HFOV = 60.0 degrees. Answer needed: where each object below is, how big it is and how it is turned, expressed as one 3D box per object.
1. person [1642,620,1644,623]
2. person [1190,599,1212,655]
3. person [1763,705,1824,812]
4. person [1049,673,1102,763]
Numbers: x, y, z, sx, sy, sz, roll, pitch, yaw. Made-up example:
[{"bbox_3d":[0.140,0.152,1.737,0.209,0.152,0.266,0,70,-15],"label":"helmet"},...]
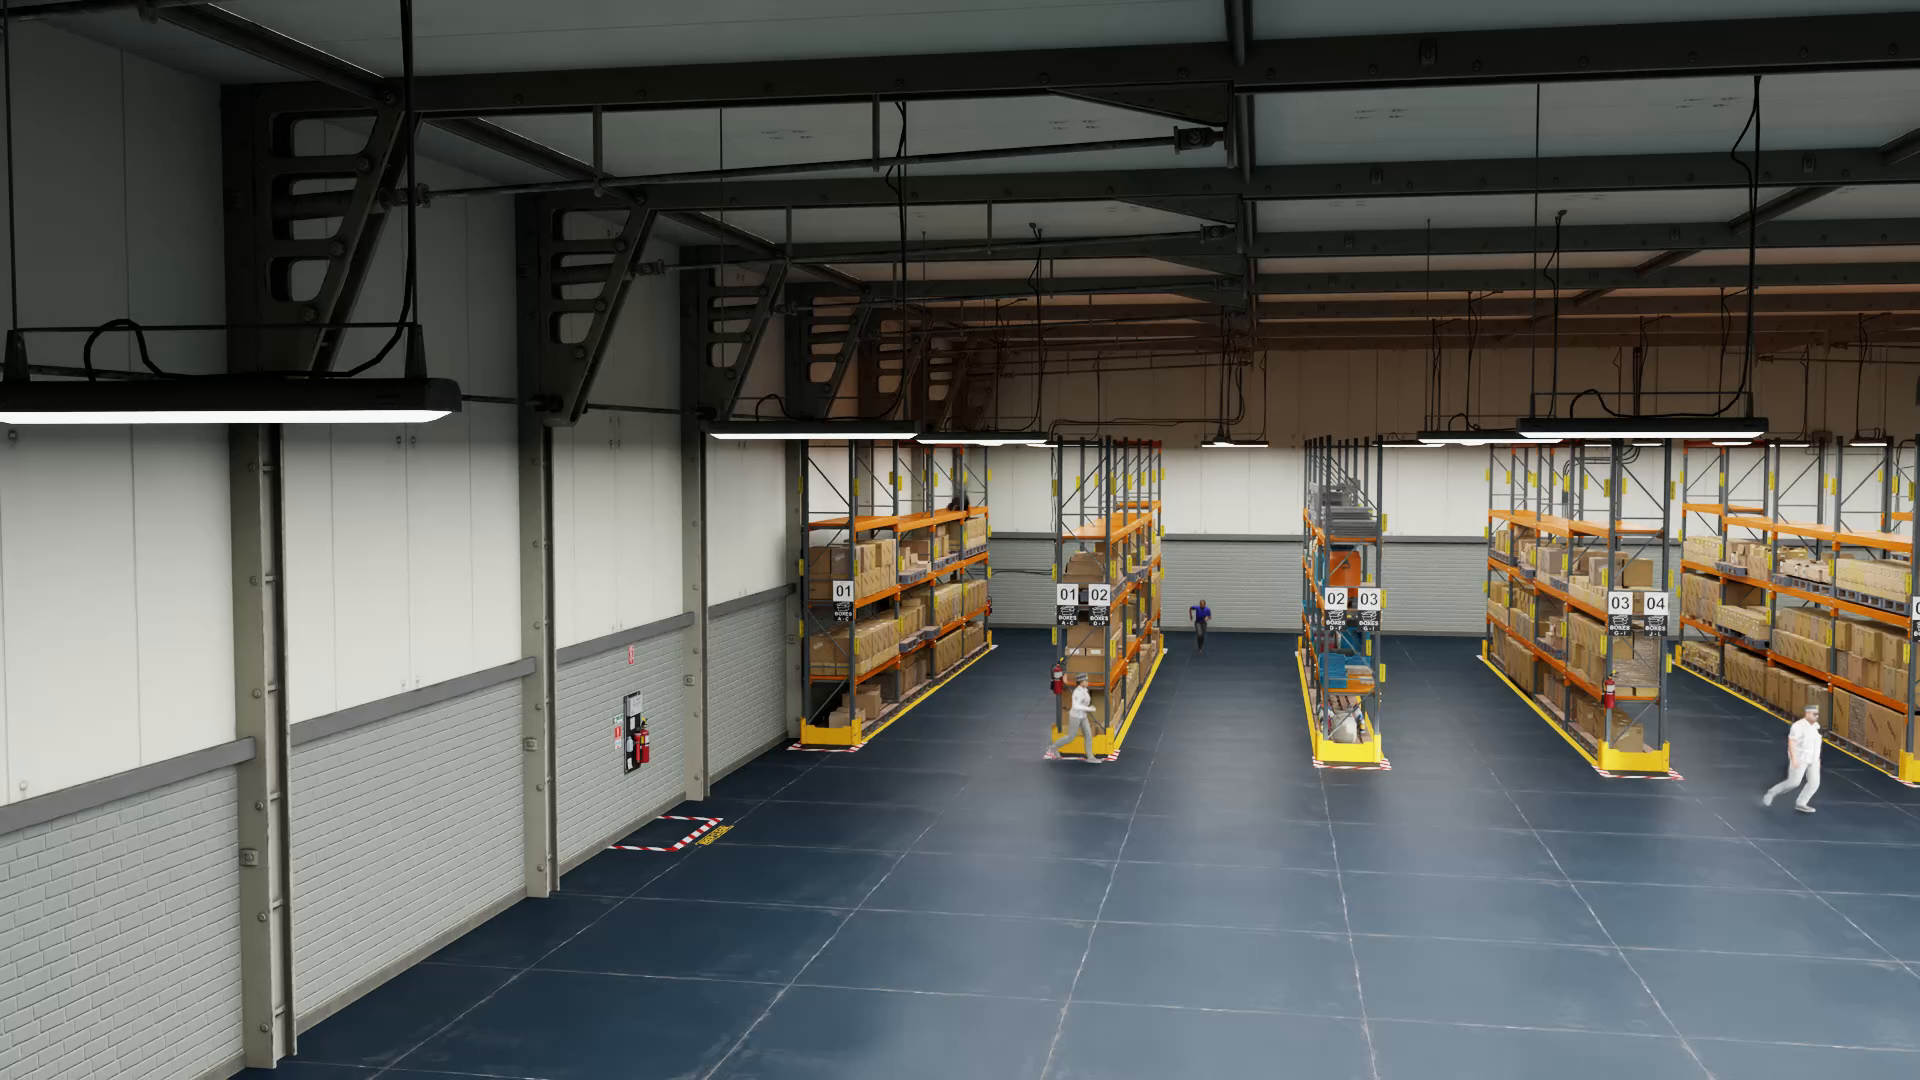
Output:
[{"bbox_3d":[18.894,2.505,45.497,0.498,1.539,0.590,-1,3,-23],"label":"person"},{"bbox_3d":[6.777,2.443,46.881,0.617,1.603,0.965,0,3,3],"label":"person"},{"bbox_3d":[13.227,3.432,26.332,0.823,1.696,0.594,-1,3,-17],"label":"person"},{"bbox_3d":[2.104,3.231,30.287,0.992,1.653,0.593,2,3,26],"label":"person"}]
